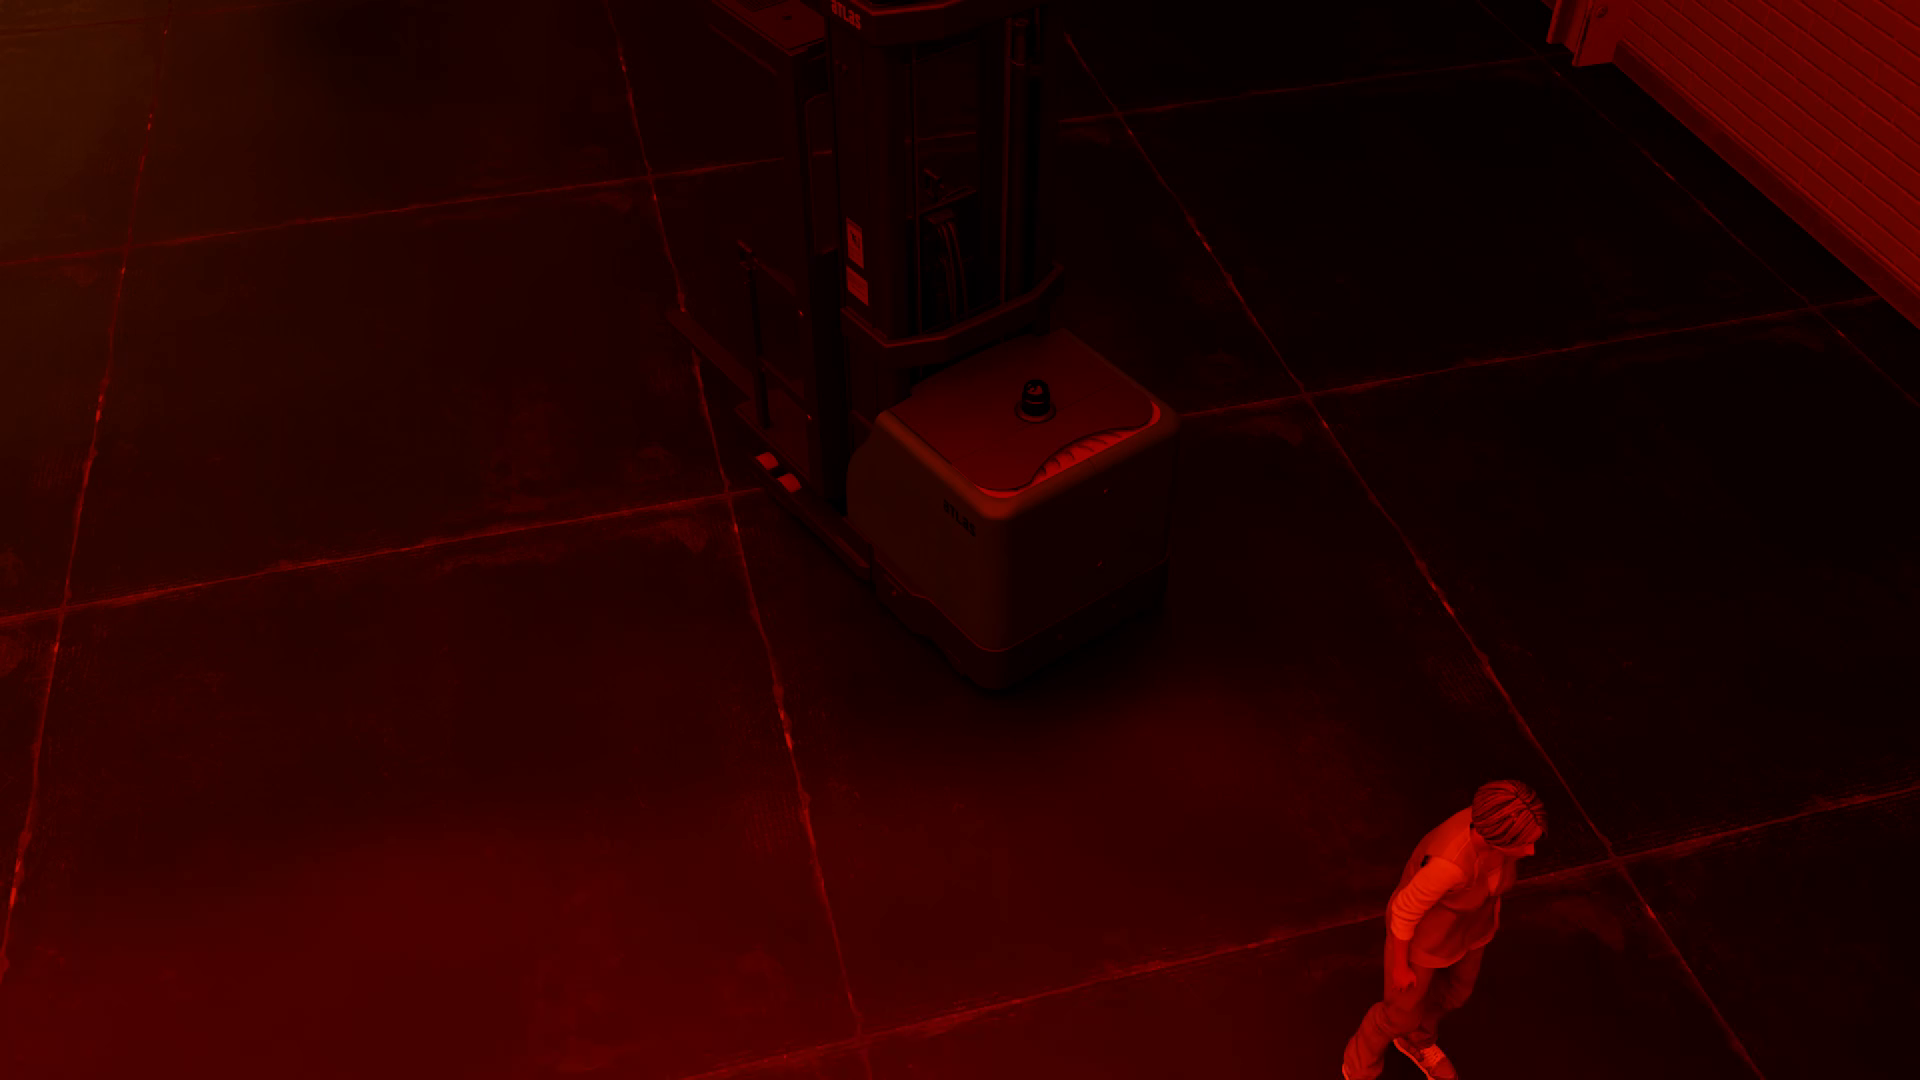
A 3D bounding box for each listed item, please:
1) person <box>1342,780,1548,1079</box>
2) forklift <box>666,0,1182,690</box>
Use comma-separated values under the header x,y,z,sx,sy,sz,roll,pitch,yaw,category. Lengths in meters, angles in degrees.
x,y,z,sx,sy,sz,roll,pitch,yaw,category
1.529,1.270,5.286,0.479,1.580,0.345,-23,48,-22,person
-0.366,-1.399,7.126,1.130,2.935,3.031,-27,50,-26,forklift
